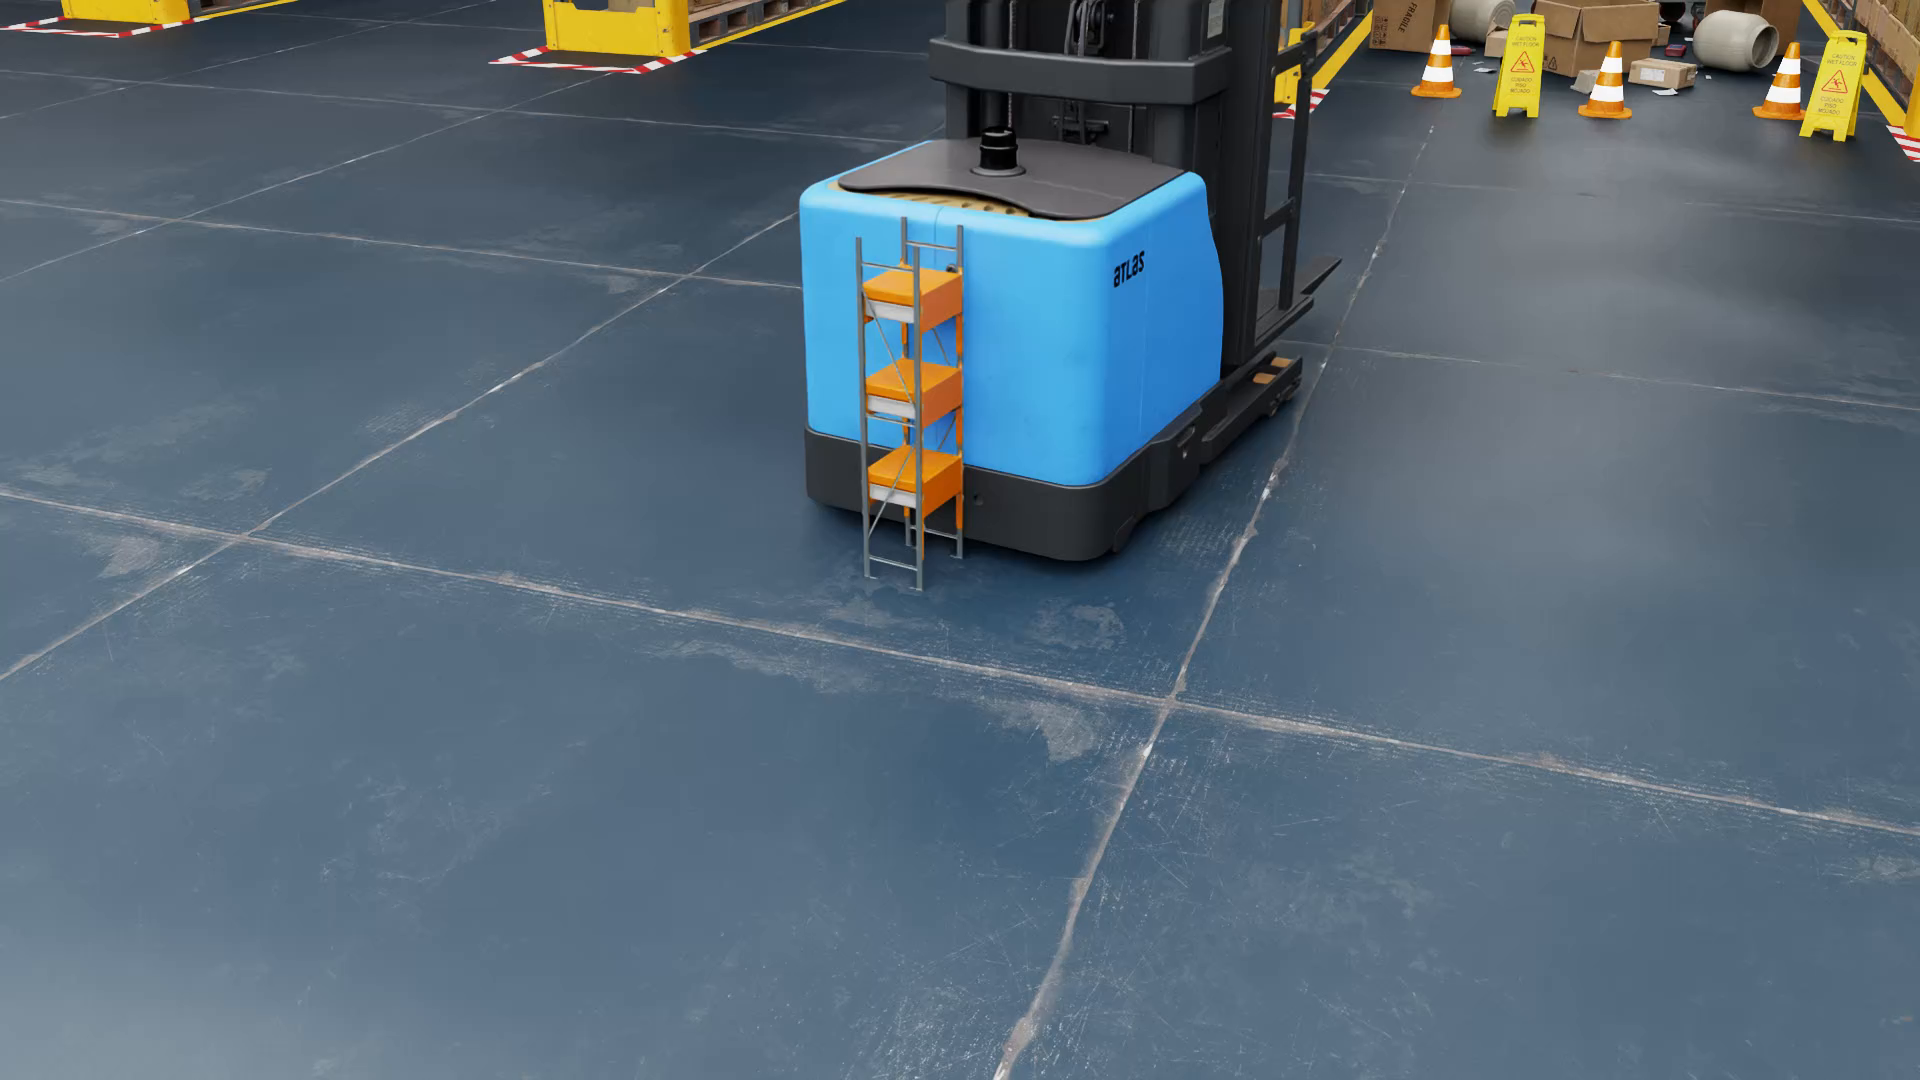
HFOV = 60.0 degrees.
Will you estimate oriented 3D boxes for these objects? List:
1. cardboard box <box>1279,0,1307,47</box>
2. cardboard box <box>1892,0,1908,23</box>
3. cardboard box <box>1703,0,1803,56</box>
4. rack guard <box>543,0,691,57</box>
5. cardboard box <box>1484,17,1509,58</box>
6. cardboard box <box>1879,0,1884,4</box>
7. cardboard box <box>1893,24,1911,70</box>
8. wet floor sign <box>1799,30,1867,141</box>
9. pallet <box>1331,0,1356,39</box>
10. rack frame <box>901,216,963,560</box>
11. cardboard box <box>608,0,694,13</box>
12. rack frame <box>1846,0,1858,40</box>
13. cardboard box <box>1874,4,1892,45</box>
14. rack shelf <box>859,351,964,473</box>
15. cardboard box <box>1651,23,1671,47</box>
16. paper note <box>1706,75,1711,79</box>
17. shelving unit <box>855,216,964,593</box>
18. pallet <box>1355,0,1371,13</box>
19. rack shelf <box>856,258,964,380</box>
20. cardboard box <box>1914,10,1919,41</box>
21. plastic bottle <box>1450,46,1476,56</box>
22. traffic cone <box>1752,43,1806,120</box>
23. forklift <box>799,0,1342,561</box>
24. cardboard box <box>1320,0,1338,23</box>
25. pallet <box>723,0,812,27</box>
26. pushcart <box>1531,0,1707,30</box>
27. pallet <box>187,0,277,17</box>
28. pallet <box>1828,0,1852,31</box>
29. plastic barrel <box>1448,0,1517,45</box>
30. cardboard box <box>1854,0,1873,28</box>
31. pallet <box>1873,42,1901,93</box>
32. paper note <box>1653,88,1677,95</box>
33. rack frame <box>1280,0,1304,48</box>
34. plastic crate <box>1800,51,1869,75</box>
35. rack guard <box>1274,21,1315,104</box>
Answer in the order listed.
[{"bbox_3d":[2.029,-4.033,12.095,0.875,0.875,0.875,9,27,18],"label":"cardboard box"},{"bbox_3d":[6.933,-3.914,11.704,0.500,0.500,0.500,8,27,16],"label":"cardboard box"},{"bbox_3d":[6.259,-4.113,13.168,0.500,0.500,0.500,-14,29,-27],"label":"cardboard box"},{"bbox_3d":[-2.752,-4.179,13.308,1.175,0.500,0.348,9,27,17],"label":"rack guard"},{"bbox_3d":[4.362,-3.952,13.108,0.396,0.266,0.258,14,29,26],"label":"cardboard box"},{"bbox_3d":[7.281,-4.344,12.593,0.500,0.500,0.500,10,28,20],"label":"cardboard box"},{"bbox_3d":[6.763,-3.371,11.443,0.500,0.250,0.500,9,27,18],"label":"cardboard box"},{"bbox_3d":[5.495,-2.854,10.403,0.267,0.644,0.232,20,32,35],"label":"wet floor sign"},{"bbox_3d":[2.870,-4.600,14.509,1.003,0.211,1.213,9,27,17],"label":"pallet"},{"bbox_3d":[-0.081,-0.432,4.937,0.200,1.050,0.008,13,29,26],"label":"rack frame"},{"bbox_3d":[-2.554,-4.591,13.677,0.500,0.500,0.500,14,29,27],"label":"cardboard box"},{"bbox_3d":[7.899,-5.480,13.126,1.000,3.000,0.127,9,27,17],"label":"rack frame"},{"bbox_3d":[7.107,-3.789,12.306,0.500,0.250,0.500,8,27,17],"label":"cardboard box"},{"bbox_3d":[-0.139,-0.376,4.846,0.215,0.259,0.240,13,29,26],"label":"rack shelf"},{"bbox_3d":[5.604,-4.226,13.673,0.258,0.266,0.396,-9,27,-18],"label":"cardboard box"},{"bbox_3d":[5.549,-3.433,12.329,0.032,0.001,0.123,9,27,17],"label":"paper note"},{"bbox_3d":[-0.139,-0.385,4.841,0.215,1.050,0.252,13,29,26],"label":"shelving unit"},{"bbox_3d":[3.383,-5.229,15.808,1.003,0.211,1.213,9,27,17],"label":"pallet"},{"bbox_3d":[-0.139,-0.631,4.722,0.215,0.259,0.240,13,29,26],"label":"rack shelf"},{"bbox_3d":[6.588,-3.492,10.833,0.500,0.500,0.500,9,27,18],"label":"cardboard box"},{"bbox_3d":[3.940,-3.887,13.209,0.283,0.061,0.133,0,26,-1],"label":"plastic bottle"},{"bbox_3d":[5.494,-3.058,11.035,0.336,0.463,0.334,9,27,17],"label":"traffic cone"},{"bbox_3d":[0.654,-1.861,5.731,1.130,2.935,3.031,13,29,26],"label":"forklift"},{"bbox_3d":[2.626,-4.770,13.615,0.875,0.875,0.875,9,27,18],"label":"cardboard box"},{"bbox_3d":[-2.041,-4.878,15.082,1.003,0.211,1.213,9,27,17],"label":"pallet"},{"bbox_3d":[5.732,-4.610,14.338,1.648,0.377,0.936,0,26,-1],"label":"pushcart"},{"bbox_3d":[-7.192,-5.108,15.557,1.003,0.211,1.213,9,27,17],"label":"pallet"},{"bbox_3d":[8.156,-4.545,14.395,1.003,0.211,1.213,9,27,17],"label":"pallet"},{"bbox_3d":[4.266,-4.308,13.662,0.421,0.421,0.512,-14,29,-27],"label":"plastic barrel"},{"bbox_3d":[7.448,-4.228,13.214,0.500,0.250,0.500,7,27,15],"label":"cardboard box"},{"bbox_3d":[7.304,-3.441,12.114,1.003,0.211,1.213,9,27,17],"label":"pallet"},{"bbox_3d":[5.005,-3.177,11.777,0.148,0.019,0.142,0,26,-1],"label":"paper note"},{"bbox_3d":[1.866,-4.513,11.128,1.000,3.000,0.127,9,27,17],"label":"rack frame"},{"bbox_3d":[6.603,-3.640,12.675,0.402,0.080,0.583,0,26,-1],"label":"plastic crate"},{"bbox_3d":[1.858,-3.378,11.652,1.175,0.500,0.348,9,27,17],"label":"rack guard"}]
